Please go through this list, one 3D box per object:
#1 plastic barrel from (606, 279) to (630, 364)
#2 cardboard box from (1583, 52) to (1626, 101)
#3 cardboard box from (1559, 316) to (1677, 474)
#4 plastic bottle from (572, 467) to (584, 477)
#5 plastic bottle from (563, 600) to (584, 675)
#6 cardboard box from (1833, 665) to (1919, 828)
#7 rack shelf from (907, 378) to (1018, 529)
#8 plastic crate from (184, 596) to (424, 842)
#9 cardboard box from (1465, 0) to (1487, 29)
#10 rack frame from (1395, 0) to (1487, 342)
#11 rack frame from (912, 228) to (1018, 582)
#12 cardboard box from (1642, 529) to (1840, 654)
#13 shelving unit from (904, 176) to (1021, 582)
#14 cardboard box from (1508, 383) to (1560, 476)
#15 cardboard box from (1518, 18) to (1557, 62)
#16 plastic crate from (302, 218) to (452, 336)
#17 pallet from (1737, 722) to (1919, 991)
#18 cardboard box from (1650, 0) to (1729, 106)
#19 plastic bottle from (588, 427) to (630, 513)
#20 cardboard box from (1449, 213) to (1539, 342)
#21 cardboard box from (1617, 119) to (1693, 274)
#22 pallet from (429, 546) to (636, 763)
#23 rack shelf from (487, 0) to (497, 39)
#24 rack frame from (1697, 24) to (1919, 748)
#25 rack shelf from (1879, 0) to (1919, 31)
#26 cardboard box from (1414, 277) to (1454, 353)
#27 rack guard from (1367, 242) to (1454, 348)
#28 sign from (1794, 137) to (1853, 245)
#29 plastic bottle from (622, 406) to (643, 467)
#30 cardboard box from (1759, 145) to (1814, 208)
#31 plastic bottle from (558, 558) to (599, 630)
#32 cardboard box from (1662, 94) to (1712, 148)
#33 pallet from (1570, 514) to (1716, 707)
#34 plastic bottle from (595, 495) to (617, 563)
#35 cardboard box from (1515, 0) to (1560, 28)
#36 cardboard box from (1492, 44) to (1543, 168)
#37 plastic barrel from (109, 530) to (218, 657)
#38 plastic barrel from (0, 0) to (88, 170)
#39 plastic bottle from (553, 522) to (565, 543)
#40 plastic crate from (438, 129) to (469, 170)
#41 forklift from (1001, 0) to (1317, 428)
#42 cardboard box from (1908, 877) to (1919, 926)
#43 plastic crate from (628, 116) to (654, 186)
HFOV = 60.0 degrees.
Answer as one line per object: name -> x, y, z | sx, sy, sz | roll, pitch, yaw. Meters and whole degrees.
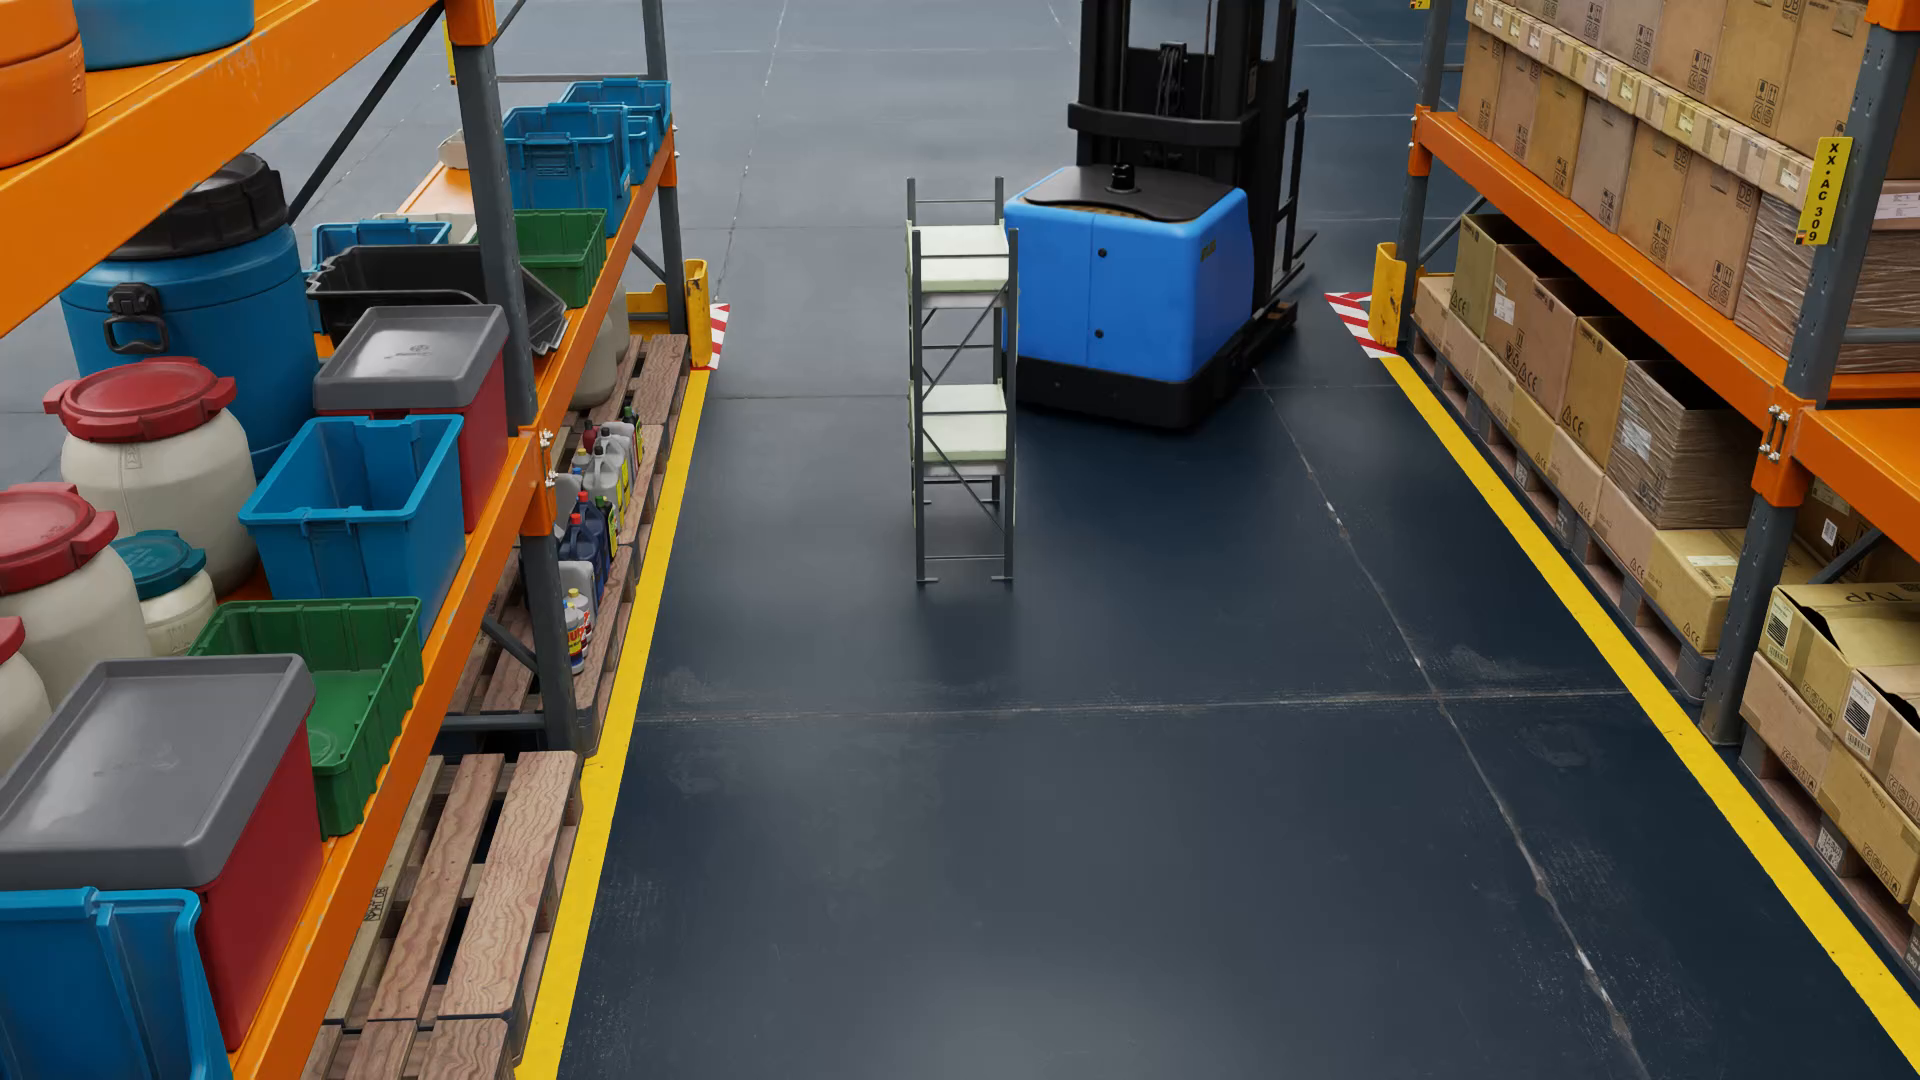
plastic barrel -> -1.901, -1.150, 8.448 | 0.421, 0.512, 0.421 | 0, 28, 0
cardboard box -> 2.820, -1.923, 6.883 | 0.380, 0.149, 0.250 | -1, 28, -2
cardboard box -> 2.857, -0.610, 6.885 | 0.500, 0.500, 0.500 | -1, 28, -3
plastic bottle -> -1.591, -0.205, 6.950 | 0.097, 0.201, 0.097 | 0, 28, 0
plastic bottle -> -1.382, 0.335, 5.839 | 0.097, 0.271, 0.097 | 0, 28, 0
cardboard box -> 2.937, 0.573, 4.821 | 0.500, 0.311, 0.500 | -2, 28, -3
rack shelf -> 0.000, -0.379, 7.060 | 0.431, 0.370, 0.720 | -1, 28, -3
plastic crate -> -1.430, 0.369, 3.527 | 0.450, 0.188, 0.662 | -1, 28, -3
cardboard box -> 2.740, -2.633, 8.244 | 0.380, 0.149, 0.250 | -2, 28, -3
rack frame -> 2.935, -2.487, 8.775 | 1.000, 3.000, 0.127 | -1, 28, -3
rack frame -> 0.019, -0.499, 6.585 | 0.400, 1.500, 0.023 | -1, 28, -3
cardboard box -> 2.901, 0.184, 6.172 | 0.500, 0.250, 0.500 | -1, 28, -3
shelving unit -> 0.000, -0.668, 6.909 | 0.431, 1.500, 0.755 | -1, 28, -3
cardboard box -> 2.817, -0.508, 7.500 | 0.500, 0.250, 0.500 | -1, 28, -3
cardboard box -> 2.779, -2.279, 7.566 | 0.380, 0.149, 0.250 | -2, 28, -3
plastic crate -> -2.132, -0.961, 6.009 | 0.499, 0.251, 0.616 | -1, 28, -3
pallet -> 3.221, 0.936, 5.228 | 1.003, 0.211, 1.213 | -1, 28, -3
cardboard box -> 3.061, -1.929, 6.194 | 0.700, 0.500, 0.500 | -1, 28, -3
plastic bottle -> -1.473, -0.295, 6.960 | 0.144, 0.351, 0.185 | 0, 28, -1
cardboard box -> 2.769, -1.303, 8.213 | 0.500, 0.500, 0.500 | -1, 28, -3
cardboard box -> 3.058, -1.364, 6.514 | 0.700, 0.500, 0.500 | -1, 28, -2
pallet -> -1.797, 0.403, 6.249 | 1.003, 0.211, 1.213 | -1, 28, -3
rack shelf -> -1.908, -2.457, 6.251 | 1.077, 0.370, 4.000 | -1, 28, -3
rack frame -> 3.144, -0.640, 5.233 | 1.000, 3.000, 0.127 | -1, 28, -3
rack shelf -> 3.248, -0.727, 2.935 | 1.077, 0.370, 4.000 | -1, 28, -3
cardboard box -> 2.741, -1.201, 8.829 | 0.500, 0.250, 0.500 | -1, 28, -3
rack guard -> 2.933, -1.390, 9.374 | 1.175, 0.500, 0.348 | -1, 28, -3
sign -> 2.589, -1.045, 4.988 | 0.100, 0.325, 0.005 | -1, 28, -3
plastic bottle -> -1.454, -0.469, 7.367 | 0.061, 0.283, 0.133 | -1, 28, -1
cardboard box -> 2.905, -1.206, 5.510 | 0.380, 0.149, 0.250 | -2, 28, -4
plastic bottle -> -1.426, 0.184, 6.123 | 0.152, 0.276, 0.135 | 0, 28, -1
cardboard box -> 2.864, -1.562, 6.192 | 0.380, 0.149, 0.250 | -2, 28, -3
pallet -> 3.144, 0.228, 6.584 | 1.003, 0.211, 1.213 | -1, 28, -3
plastic bottle -> -1.408, -0.060, 6.583 | 0.061, 0.283, 0.133 | 0, 28, 0
cardboard box -> 2.982, -2.624, 7.526 | 0.700, 0.500, 0.500 | -2, 28, -4
cardboard box -> 2.979, -2.073, 7.873 | 0.700, 0.500, 0.500 | -1, 28, -1
plastic barrel -> -1.887, 0.154, 3.860 | 0.301, 0.262, 0.301 | 0, 28, 0
plastic barrel -> -1.455, -0.882, 1.989 | 0.600, 0.830, 0.708 | -1, 28, -3
plastic bottle -> -1.559, 0.046, 6.393 | 0.097, 0.271, 0.097 | 0, 28, 0
plastic crate -> -2.287, -1.831, 7.803 | 0.298, 0.136, 0.250 | -1, 28, -3
forklift -> 1.288, -2.500, 8.873 | 1.130, 2.935, 3.031 | 13, 30, 23
cardboard box -> 2.972, 1.061, 4.492 | 0.500, 0.250, 0.500 | -2, 28, -4
plastic crate -> -1.659, -1.779, 7.579 | 0.499, 0.251, 0.408 | -1, 28, -3
